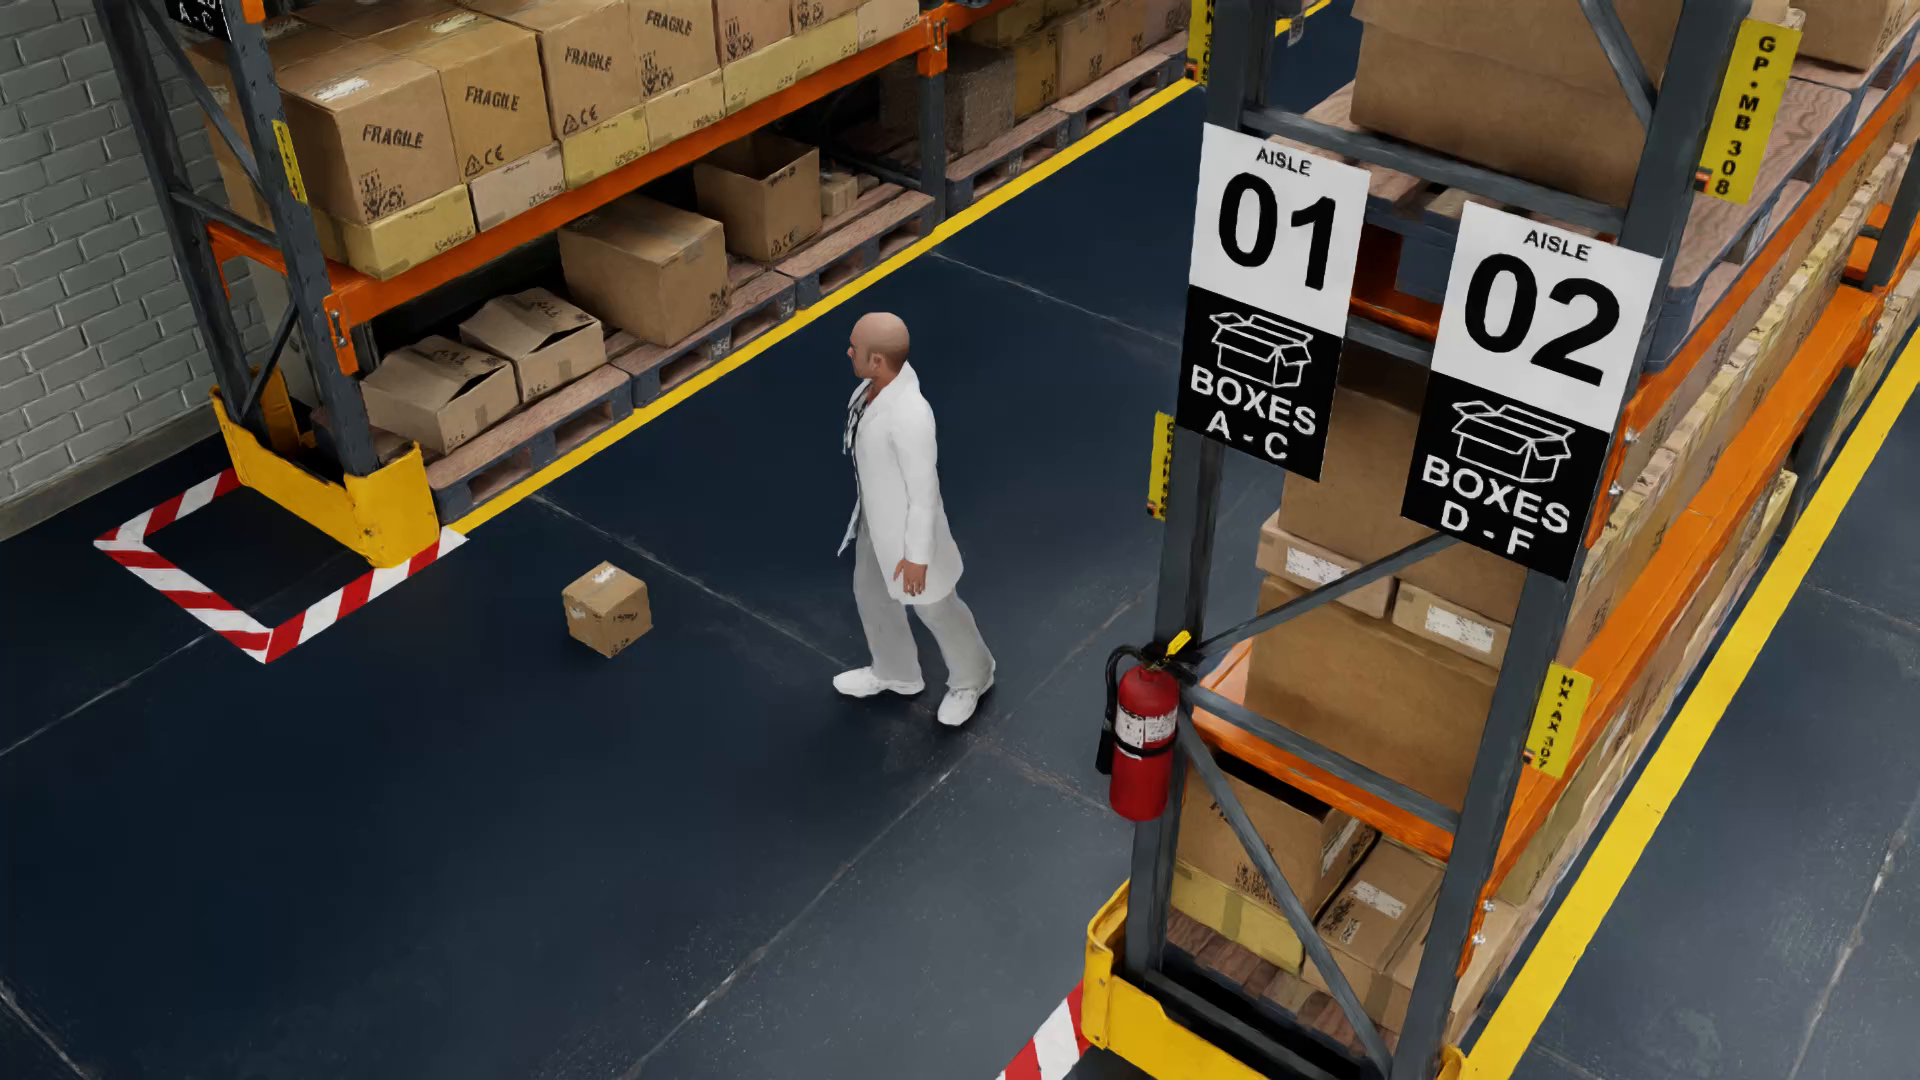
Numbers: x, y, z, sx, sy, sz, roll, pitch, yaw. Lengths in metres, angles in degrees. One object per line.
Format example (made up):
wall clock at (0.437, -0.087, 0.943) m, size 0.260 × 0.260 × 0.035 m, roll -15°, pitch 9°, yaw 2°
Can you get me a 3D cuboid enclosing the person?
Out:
person at (-0.176, -0.070, 6.255) m, size 0.639 × 1.769 × 0.607 m, roll -12°, pitch 40°, yaw -14°
